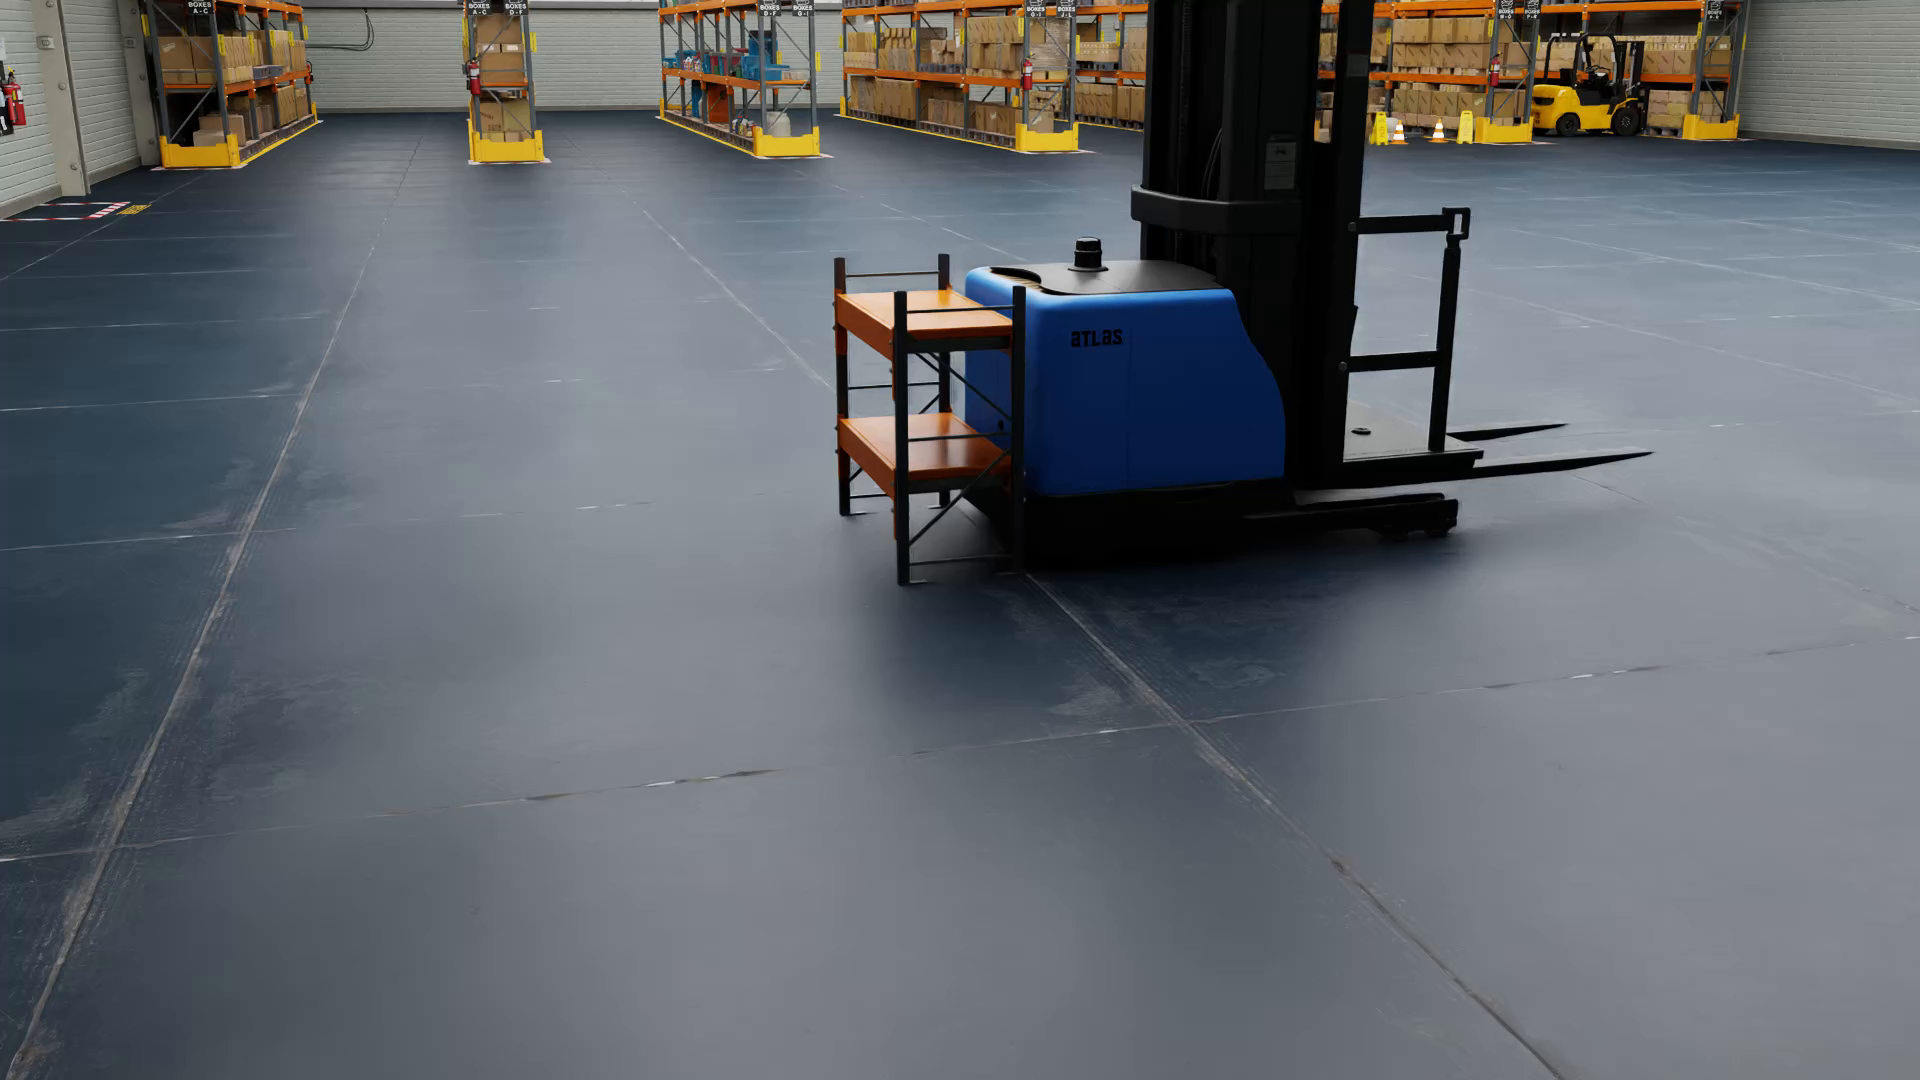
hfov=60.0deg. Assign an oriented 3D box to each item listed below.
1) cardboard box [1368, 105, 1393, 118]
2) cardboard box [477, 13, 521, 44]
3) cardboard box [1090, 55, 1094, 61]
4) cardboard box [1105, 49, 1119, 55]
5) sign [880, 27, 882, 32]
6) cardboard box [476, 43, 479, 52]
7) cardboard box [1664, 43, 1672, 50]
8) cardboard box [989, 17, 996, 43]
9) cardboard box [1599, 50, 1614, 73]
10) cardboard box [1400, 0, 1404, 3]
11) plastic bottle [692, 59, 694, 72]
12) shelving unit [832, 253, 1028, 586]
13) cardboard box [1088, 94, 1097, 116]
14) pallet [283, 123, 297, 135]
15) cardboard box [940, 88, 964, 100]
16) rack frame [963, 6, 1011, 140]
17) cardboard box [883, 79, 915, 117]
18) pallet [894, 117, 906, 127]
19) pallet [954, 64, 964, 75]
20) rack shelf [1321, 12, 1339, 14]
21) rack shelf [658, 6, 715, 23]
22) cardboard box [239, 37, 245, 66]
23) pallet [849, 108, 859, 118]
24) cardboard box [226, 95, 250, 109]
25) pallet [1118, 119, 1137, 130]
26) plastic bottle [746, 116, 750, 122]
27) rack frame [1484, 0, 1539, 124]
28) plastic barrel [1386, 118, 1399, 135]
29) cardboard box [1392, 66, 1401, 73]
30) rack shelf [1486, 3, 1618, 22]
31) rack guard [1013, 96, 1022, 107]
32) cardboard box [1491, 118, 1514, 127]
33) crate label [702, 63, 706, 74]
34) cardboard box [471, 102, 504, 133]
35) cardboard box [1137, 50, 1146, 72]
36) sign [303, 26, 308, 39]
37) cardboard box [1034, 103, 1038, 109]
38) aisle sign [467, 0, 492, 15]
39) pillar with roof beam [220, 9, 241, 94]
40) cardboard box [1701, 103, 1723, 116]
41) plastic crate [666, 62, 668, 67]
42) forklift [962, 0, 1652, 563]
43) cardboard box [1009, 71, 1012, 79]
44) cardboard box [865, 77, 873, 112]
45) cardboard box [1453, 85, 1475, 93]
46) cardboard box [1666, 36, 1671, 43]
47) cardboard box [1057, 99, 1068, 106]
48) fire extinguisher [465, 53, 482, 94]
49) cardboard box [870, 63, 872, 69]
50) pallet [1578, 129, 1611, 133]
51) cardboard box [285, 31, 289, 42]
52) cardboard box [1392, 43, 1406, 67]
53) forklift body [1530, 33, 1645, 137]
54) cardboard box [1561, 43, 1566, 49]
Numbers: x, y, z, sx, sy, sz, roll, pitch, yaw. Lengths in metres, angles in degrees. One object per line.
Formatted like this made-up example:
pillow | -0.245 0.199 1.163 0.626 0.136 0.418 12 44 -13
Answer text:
cardboard box | 9.953 -9.805 38.219 0.950 0.372 0.625 -4 17 -15
cardboard box | -7.986 -8.860 28.804 0.700 0.500 0.500 -5 17 -15
cardboard box | 3.413 -11.869 40.959 0.380 0.149 0.250 -5 18 -18
cardboard box | 3.695 -11.729 39.974 0.380 0.149 0.250 -4 17 -14
sign | -2.201 -13.961 45.790 0.100 0.325 0.005 -5 17 -15
cardboard box | -8.572 -8.924 30.145 0.380 0.149 0.250 -5 17 -16
cardboard box | 15.437 -10.652 35.897 0.380 0.149 0.250 -5 17 -16
cardboard box | 0.874 -10.045 32.750 0.500 0.500 0.500 -5 17 -15
cardboard box | 14.901 -10.873 37.762 0.500 0.500 0.500 -4 17 -14
cardboard box | 9.948 -11.927 36.668 0.380 0.149 0.250 -5 17 -16
plastic bottle | -6.213 -11.076 38.813 0.061 0.283 0.133 -5 17 -15
shelving unit | -0.143 -0.528 6.753 0.538 1.125 1.048 -5 17 -16
cardboard box | 3.536 -10.859 41.504 0.500 0.500 0.500 -6 18 -18
pallet | -15.292 -9.091 36.851 1.003 0.211 1.213 -5 17 -15
cardboard box | -0.160 -10.085 37.588 0.500 0.250 0.500 -3 17 -9
rack frame | 0.571 -9.934 34.811 1.000 3.000 0.127 -5 17 -15
cardboard box | -1.186 -10.908 41.016 1.225 0.875 0.875 -5 18 -17
pallet | -1.004 -10.266 40.762 1.003 0.211 1.213 -5 17 -15
pallet | 0.501 -10.065 35.580 1.003 0.211 1.213 -5 17 -15
rack shelf | 8.451 -13.470 42.616 1.077 0.370 4.000 -5 17 -15
rack shelf | -6.939 -13.401 42.387 1.077 0.370 4.000 -5 17 -15
cardboard box | -13.019 -8.672 29.532 0.500 0.500 0.500 -5 17 -17
pallet | -2.432 -11.703 45.546 1.003 0.211 1.213 -5 17 -15
cardboard box | -14.206 -8.600 32.644 0.500 0.250 0.500 -5 17 -17
pallet | 4.413 -9.846 39.362 1.003 0.211 1.213 -5 17 -15
plastic bottle | -4.230 -8.240 33.010 0.144 0.351 0.185 -5 17 -15
rack frame | 11.199 -9.611 33.735 1.000 3.000 0.127 -5 17 -15
plastic barrel | 9.176 -8.829 35.610 0.512 0.421 0.421 7 18 23
cardboard box | 9.878 -10.485 37.081 0.380 0.149 0.250 -5 17 -16
rack shelf | 14.322 -12.757 40.242 1.077 0.370 4.000 -5 17 -15
rack guard | 2.091 -12.400 47.363 1.175 0.500 0.348 -5 17 -15
cardboard box | 11.243 -8.741 34.886 0.500 0.250 0.500 -5 17 -16
crate label | -5.535 -10.423 36.728 0.303 0.233 0.416 -5 17 -15
cardboard box | -8.289 -7.414 29.166 0.500 0.500 0.500 -5 17 -15
cardboard box | 4.413 -11.027 38.276 0.500 0.500 0.500 -5 17 -15
sign | -16.489 -12.786 41.879 0.100 0.325 0.005 -5 17 -15
cardboard box | 2.243 -11.931 45.683 0.380 0.149 0.250 -6 18 -18
aisle sign | -8.120 -9.249 28.011 0.394 0.787 0.004 -5 17 -15
pillar with roof beam | -12.800 -14.311 38.953 9.100 9.000 0.400 -5 17 -15
cardboard box | 16.041 -9.275 35.796 0.500 0.250 0.500 -4 17 -14
plastic crate | -7.543 -12.387 43.331 0.250 0.136 0.298 -5 17 -15
forklift | 1.583 -1.543 6.996 3.031 2.935 1.130 -5 18 -17
cardboard box | 1.154 -8.975 32.053 0.380 0.149 0.250 -5 17 -15
cardboard box | -1.979 -11.769 43.880 0.875 0.875 0.875 -5 17 -15
cardboard box | 10.563 -9.463 34.859 0.380 0.149 0.250 -4 17 -14
cardboard box | 15.477 -10.799 35.871 0.380 0.149 0.250 -5 17 -15
cardboard box | 2.777 -11.552 43.903 0.380 0.149 0.250 -4 17 -14
fire extinguisher | -8.270 -7.939 28.303 0.296 0.674 0.183 -5 17 -15
cardboard box | -2.097 -12.157 42.646 0.380 0.149 0.250 -4 17 -14
pallet | 15.049 -9.553 38.387 1.003 0.211 1.213 -5 17 -15
cardboard box | -15.541 -11.423 37.736 0.500 0.250 0.500 -4 17 -14
cardboard box | 9.953 -10.765 36.883 0.500 0.500 0.500 -5 17 -15
forklift body | 13.695 -9.979 36.433 2.313 2.155 1.214 -5 17 -15
cardboard box | 14.459 -11.689 39.349 0.380 0.149 0.250 -5 17 -15
